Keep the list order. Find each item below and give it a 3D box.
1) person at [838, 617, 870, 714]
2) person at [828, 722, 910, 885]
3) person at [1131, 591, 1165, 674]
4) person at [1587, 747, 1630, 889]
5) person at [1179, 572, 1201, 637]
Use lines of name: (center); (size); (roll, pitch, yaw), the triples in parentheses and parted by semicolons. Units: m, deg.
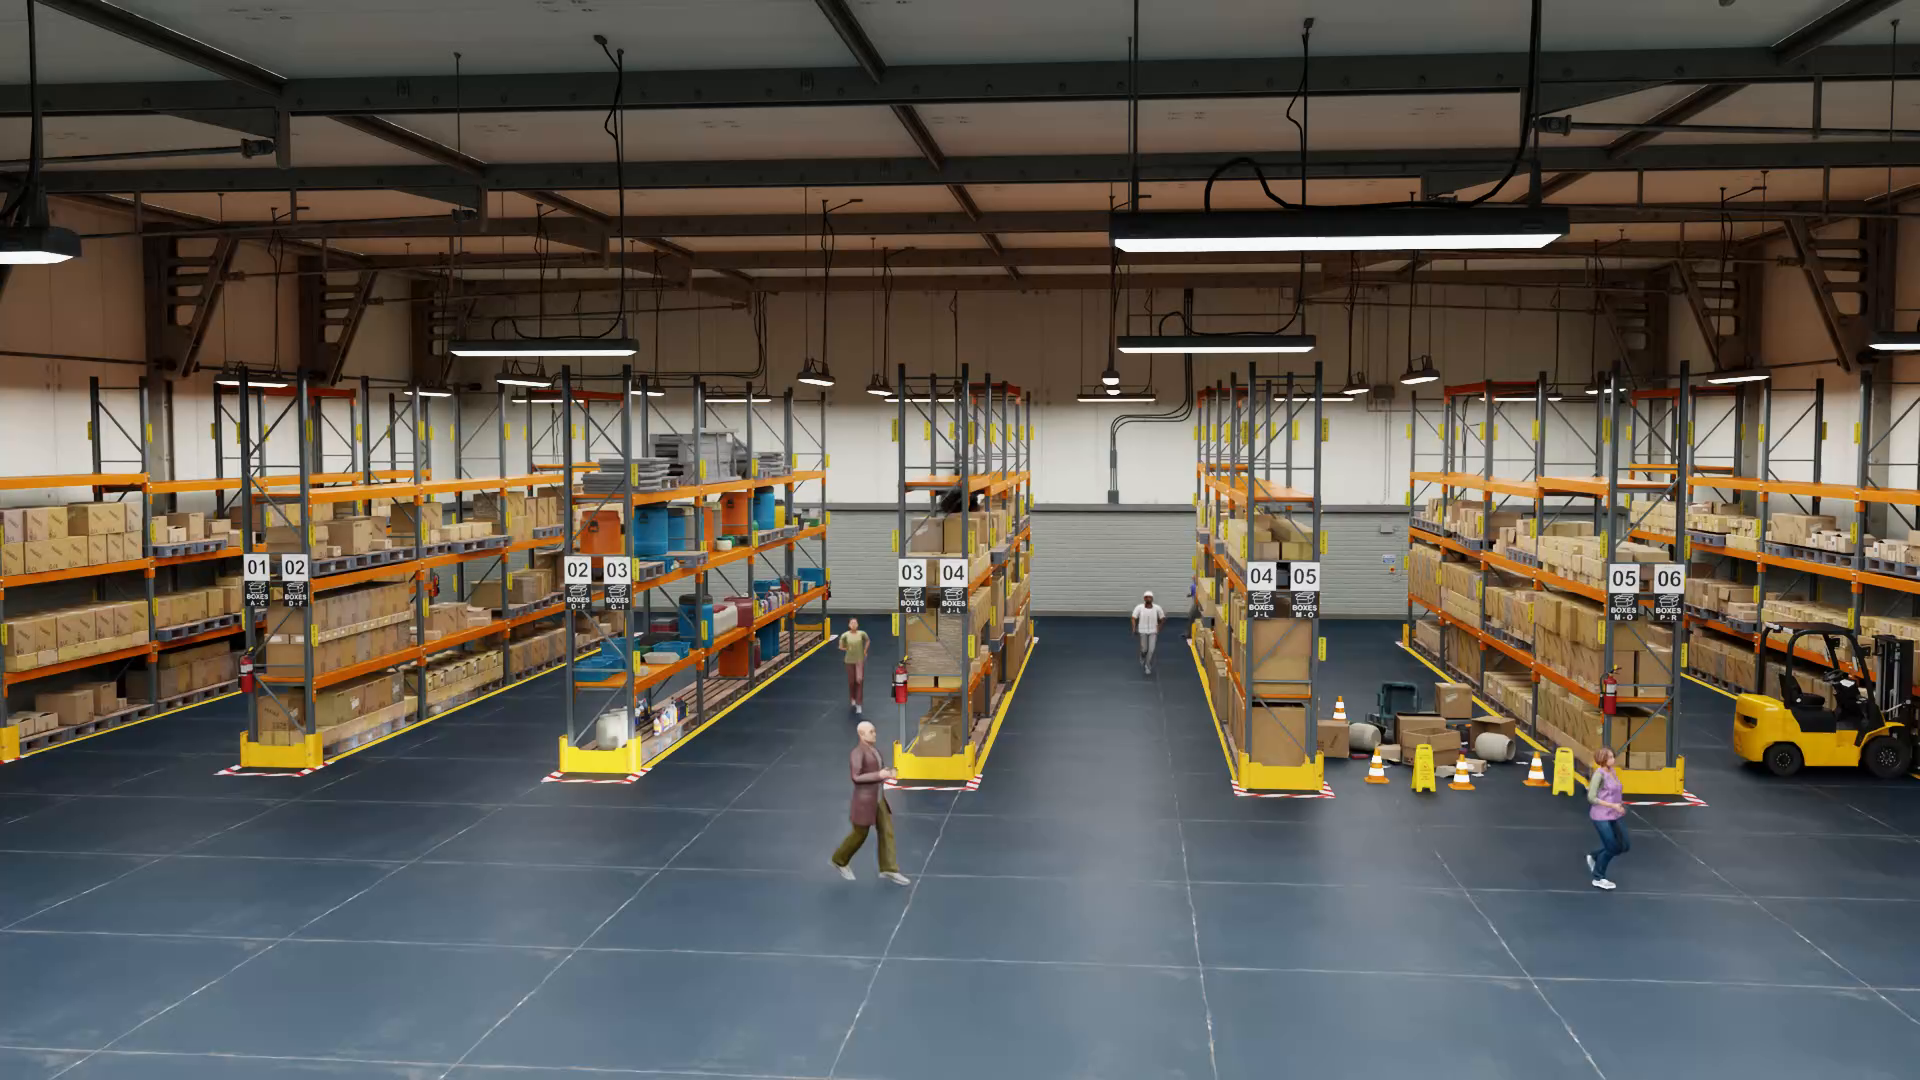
person: (-1.915, 2.242, 30.032); (0.563, 1.726, 0.778); (0, 4, -2)
person: (-1.019, 2.898, 18.391); (0.950, 1.790, 0.701); (2, 4, 25)
person: (3.933, 1.924, 34.725); (0.708, 1.723, 0.585); (0, 4, 4)
person: (7.114, 3.051, 18.256); (0.530, 1.552, 0.551); (-3, 5, -39)
person: (5.811, 1.573, 40.622); (0.861, 1.638, 0.669); (0, 4, -1)
